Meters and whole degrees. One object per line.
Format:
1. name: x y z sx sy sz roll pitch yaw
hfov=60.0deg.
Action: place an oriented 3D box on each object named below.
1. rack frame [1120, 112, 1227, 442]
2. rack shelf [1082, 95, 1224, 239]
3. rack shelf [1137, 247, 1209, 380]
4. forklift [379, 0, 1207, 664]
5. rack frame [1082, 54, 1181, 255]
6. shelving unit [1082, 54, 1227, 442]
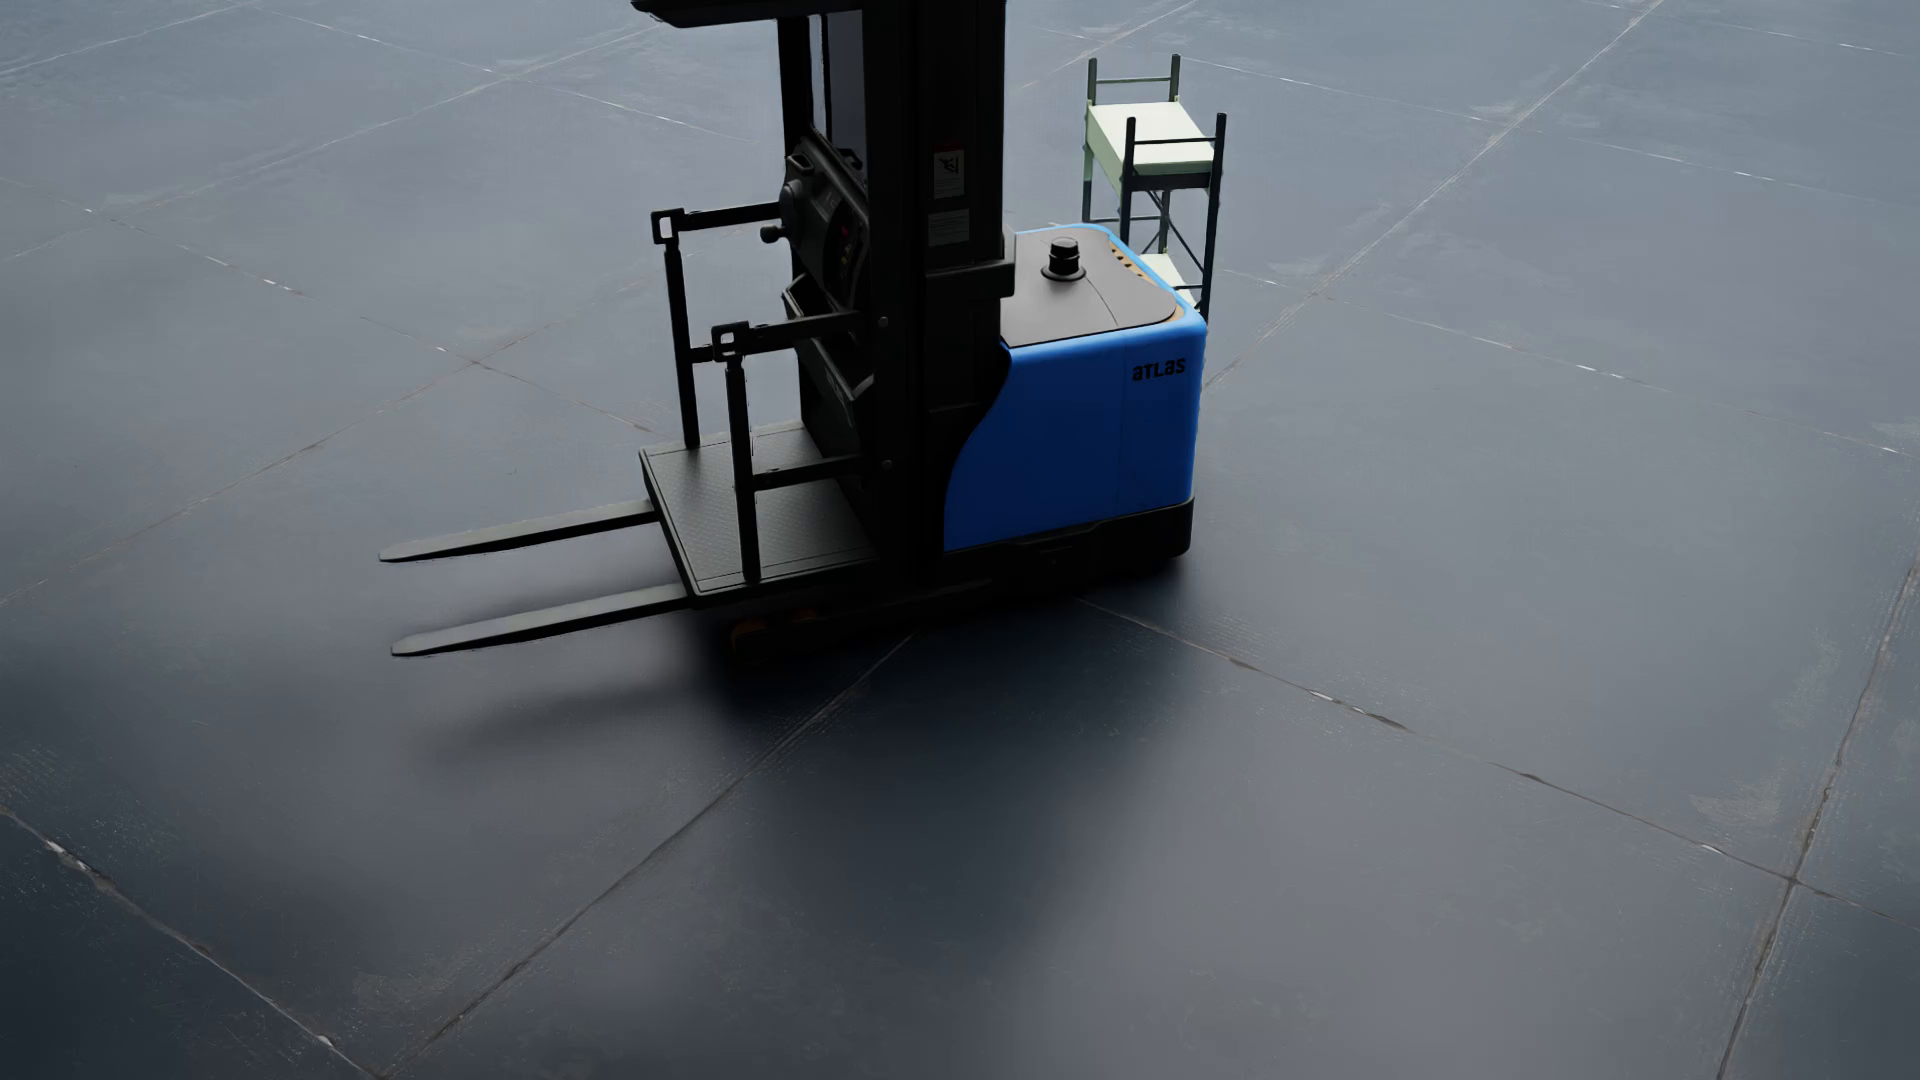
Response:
1. rack frame: 0.854 -1.049 6.963 0.400 1.500 0.023 -5 34 -7
2. rack shelf: 0.803 -1.576 7.044 0.431 0.370 0.720 -5 34 -7
3. rack shelf: 0.803 -0.982 7.446 0.431 0.370 0.720 -5 34 -7
4. forklift: -0.658 -1.095 5.752 3.031 2.935 1.130 -11 36 -16
5. rack frame: 0.751 -1.455 7.563 0.400 1.500 0.023 -5 34 -7
6. shelving unit: 0.803 -1.252 7.263 0.431 1.500 0.755 -5 34 -7
